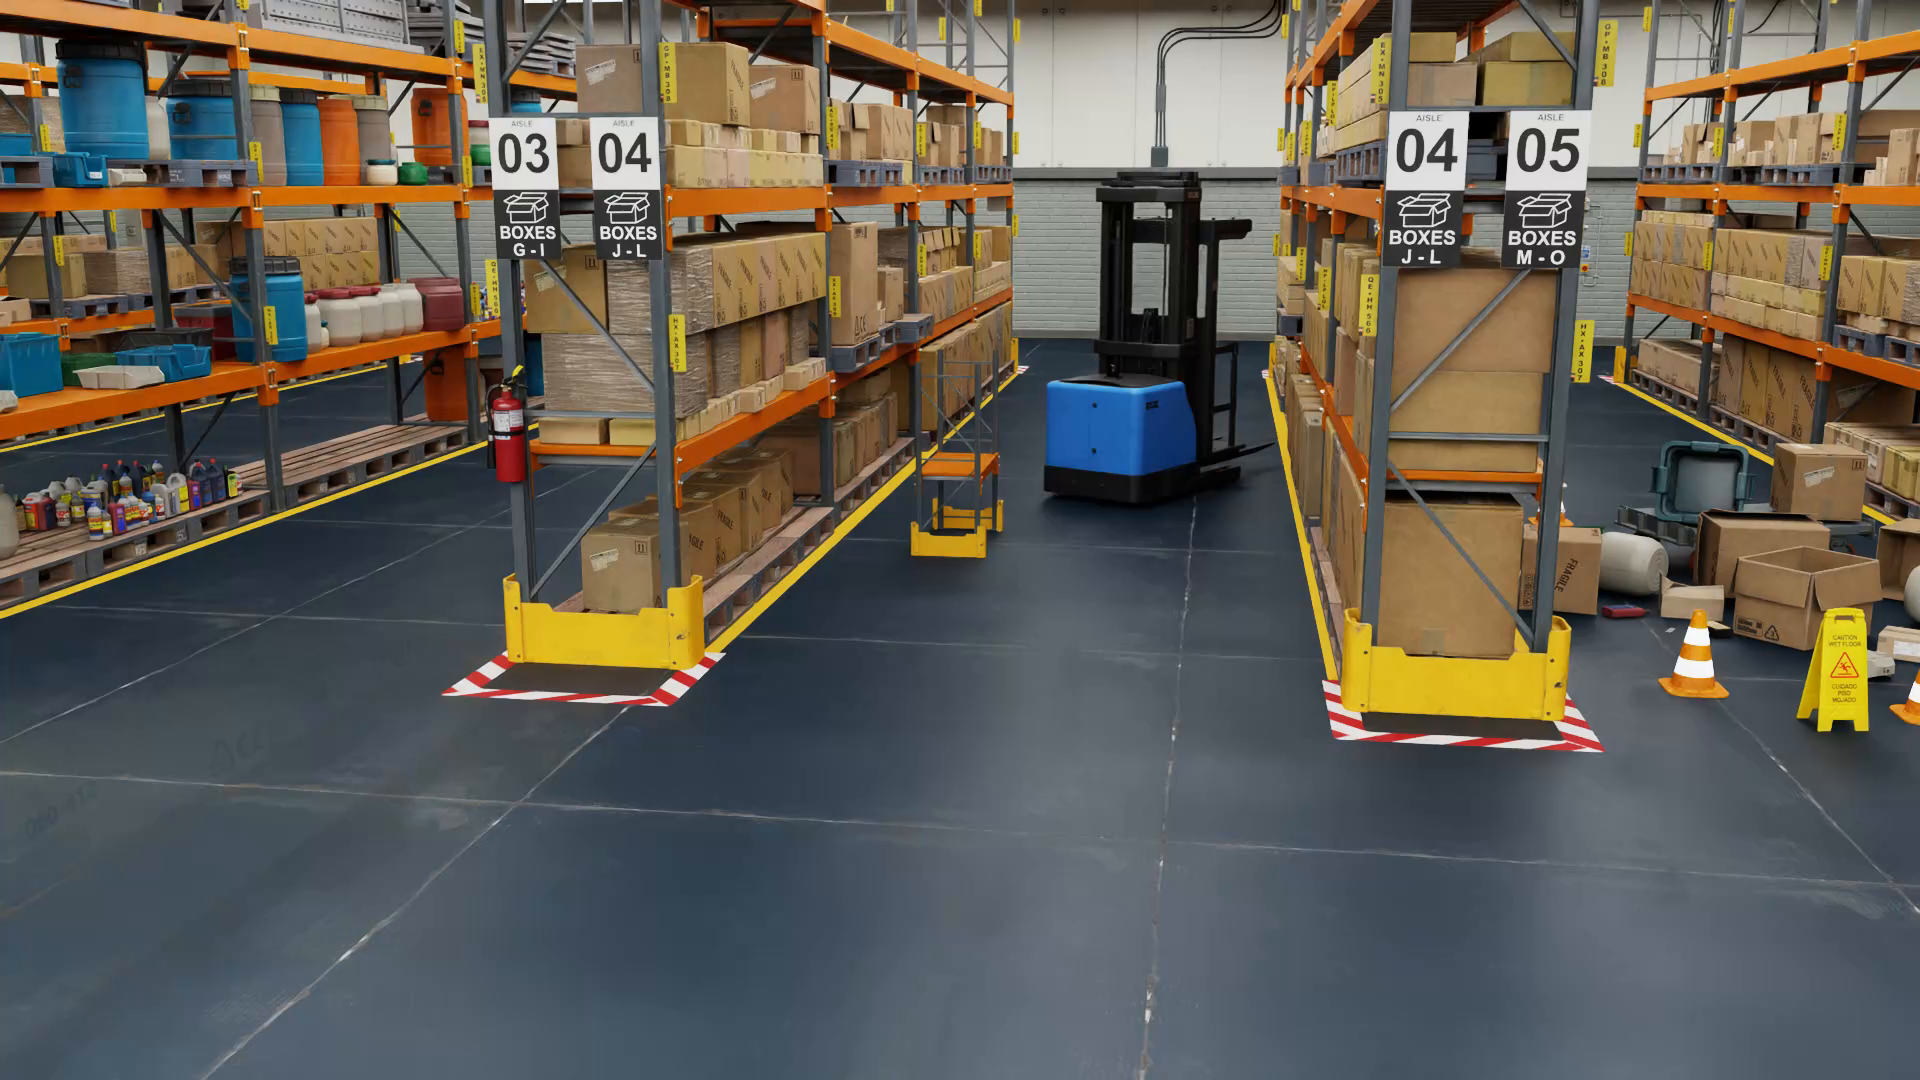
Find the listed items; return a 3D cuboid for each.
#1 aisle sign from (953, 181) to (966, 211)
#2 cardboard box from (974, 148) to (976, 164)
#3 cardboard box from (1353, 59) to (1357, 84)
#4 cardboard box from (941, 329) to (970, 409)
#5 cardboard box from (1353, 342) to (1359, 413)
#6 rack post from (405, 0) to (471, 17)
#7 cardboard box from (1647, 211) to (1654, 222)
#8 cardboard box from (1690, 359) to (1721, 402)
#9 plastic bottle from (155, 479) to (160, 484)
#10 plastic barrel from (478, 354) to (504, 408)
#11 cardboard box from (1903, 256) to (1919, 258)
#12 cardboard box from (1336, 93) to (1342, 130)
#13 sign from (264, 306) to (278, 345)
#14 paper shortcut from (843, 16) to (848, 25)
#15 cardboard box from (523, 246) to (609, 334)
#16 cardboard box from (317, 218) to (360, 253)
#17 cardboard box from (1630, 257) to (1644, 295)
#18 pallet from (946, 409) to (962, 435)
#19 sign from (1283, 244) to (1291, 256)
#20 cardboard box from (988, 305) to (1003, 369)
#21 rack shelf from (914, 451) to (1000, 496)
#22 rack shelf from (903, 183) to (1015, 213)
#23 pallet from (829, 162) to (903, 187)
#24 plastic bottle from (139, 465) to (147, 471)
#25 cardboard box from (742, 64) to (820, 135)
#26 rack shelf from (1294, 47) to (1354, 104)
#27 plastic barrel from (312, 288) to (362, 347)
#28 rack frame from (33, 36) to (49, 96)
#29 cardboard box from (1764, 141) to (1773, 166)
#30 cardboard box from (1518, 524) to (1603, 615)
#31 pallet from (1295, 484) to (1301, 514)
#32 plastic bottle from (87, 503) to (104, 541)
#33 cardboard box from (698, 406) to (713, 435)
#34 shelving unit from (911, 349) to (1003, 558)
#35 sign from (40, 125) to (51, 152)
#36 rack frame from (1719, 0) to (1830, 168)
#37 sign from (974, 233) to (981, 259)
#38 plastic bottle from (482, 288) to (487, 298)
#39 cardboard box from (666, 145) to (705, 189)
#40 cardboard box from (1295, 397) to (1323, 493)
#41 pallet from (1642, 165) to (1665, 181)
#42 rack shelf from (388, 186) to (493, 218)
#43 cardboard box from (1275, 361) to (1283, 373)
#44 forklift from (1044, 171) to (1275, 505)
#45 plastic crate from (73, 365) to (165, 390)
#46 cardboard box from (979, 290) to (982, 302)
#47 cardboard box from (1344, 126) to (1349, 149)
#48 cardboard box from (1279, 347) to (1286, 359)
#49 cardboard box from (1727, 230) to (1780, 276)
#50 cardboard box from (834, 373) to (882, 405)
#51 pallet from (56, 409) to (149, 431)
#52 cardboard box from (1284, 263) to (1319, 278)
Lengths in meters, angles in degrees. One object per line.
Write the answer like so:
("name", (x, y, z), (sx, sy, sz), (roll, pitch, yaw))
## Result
("aisle sign", (0.007, -5.356, 25.055), (0.394, 0.787, 0.004), (2, 12, 9))
("cardboard box", (-0.174, -5.274, 22.253), (0.700, 0.500, 0.500), (3, 12, 12))
("cardboard box", (2.707, -2.987, 10.581), (0.380, 0.149, 0.250), (2, 12, 8))
("cardboard box", (-0.538, -2.074, 20.046), (1.225, 0.875, 0.875), (1, 12, 7))
("cardboard box", (3.043, -1.039, 10.840), (0.875, 0.550, 0.500), (2, 12, 9))
("rack post", (-5.809, -5.906, 18.312), (0.624, 0.289, 0.986), (2, 12, 9))
("cardboard box", (9.633, -4.422, 22.741), (0.380, 0.149, 0.250), (2, 12, 10))
("cardboard box", (9.672, -1.987, 20.677), (0.875, 0.438, 0.875), (2, 12, 8))
("plastic bottle", (-6.446, -0.357, 13.435), (0.061, 0.283, 0.133), (2, 12, 9))
("plastic barrel", (-5.600, -1.919, 20.007), (0.600, 0.588, 0.708), (2, 12, 9))
("cardboard box", (9.059, -2.370, 15.430), (0.500, 0.500, 0.500), (2, 12, 7))
("cardboard box", (2.981, -3.081, 11.963), (0.500, 0.250, 0.500), (2, 12, 9))
("sign", (-5.905, -1.838, 14.245), (0.100, 0.325, 0.005), (2, 12, 9))
("paper shortcut", (-1.254, -5.688, 18.195), (0.009, 0.170, 0.078), (12, -17, 6))
("cardboard box", (-2.328, -1.535, 10.181), (0.500, 0.500, 0.500), (2, 12, 9))
("cardboard box", (-9.444, -4.605, 25.130), (0.500, 0.500, 0.500), (2, 12, 10))
("cardboard box", (9.727, -3.698, 23.293), (0.500, 0.500, 0.500), (2, 12, 8))
("pallet", (-0.552, -1.447, 19.706), (1.003, 0.211, 1.213), (2, 12, 9))
("sign", (4.025, -3.485, 20.490), (0.100, 0.325, 0.005), (2, 12, 9))
("cardboard box", (0.133, -2.902, 23.885), (0.875, 0.875, 0.875), (2, 12, 9))
("rack shelf", (-0.013, -0.540, 13.291), (0.538, 0.185, 1.000), (2, 12, 9))
("rack shelf", (-0.015, -4.759, 23.042), (1.077, 0.370, 4.000), (2, 12, 9))
("pallet", (-1.196, -3.278, 14.909), (1.213, 0.211, 1.003), (2, 12, 9))
("plastic bottle", (-6.952, -0.486, 14.050), (0.152, 0.276, 0.135), (2, 12, 11))
("cardboard box", (-1.370, -3.365, 12.740), (0.500, 0.500, 0.500), (2, 12, 7))
("rack shelf", (4.255, -5.015, 18.061), (1.077, 0.370, 4.000), (2, 12, 9))
("plastic barrel", (-5.970, -2.134, 15.953), (0.433, 0.535, 0.433), (0, 12, 0))
("rack frame", (-14.391, -7.475, 26.816), (1.000, 3.000, 0.127), (2, 12, 9))
("cardboard box", (8.843, -4.144, 17.802), (0.396, 0.266, 0.258), (3, 13, 13))
("cardboard box", (4.108, 0.196, 11.389), (0.500, 0.500, 0.500), (4, 13, 18))
("pallet", (3.562, -0.435, 15.012), (1.003, 0.211, 1.213), (2, 12, 9))
("plastic bottle", (-6.475, -0.139, 12.450), (0.097, 0.271, 0.097), (0, 12, 0))
("cardboard box", (-1.778, -0.761, 10.503), (0.380, 0.149, 0.250), (2, 12, 9))
("shelving unit", (-0.012, -0.717, 13.262), (0.587, 1.500, 1.083), (2, 12, 9))
("sign", (-10.179, -4.455, 18.510), (0.100, 0.325, 0.005), (2, 12, 9))
("rack frame", (9.469, -5.839, 19.229), (1.000, 3.000, 0.127), (2, 12, 9))
("sign", (0.215, -3.739, 21.165), (0.100, 0.325, 0.005), (2, 12, 9))
("plastic bottle", (-5.775, -2.932, 20.283), (0.097, 0.271, 0.097), (0, 12, 0))
("cardboard box", (-1.839, -2.215, 9.886), (0.500, 0.250, 0.500), (2, 12, 10))
("cardboard box", (3.491, -0.819, 14.517), (1.050, 0.750, 0.750), (2, 12, 9))
("pallet", (9.981, -5.008, 22.699), (1.003, 0.211, 1.213), (2, 12, 9))
("rack shelf", (-5.524, -4.087, 19.923), (1.077, 0.370, 4.000), (2, 12, 9))
("cardboard box", (4.643, -2.433, 23.432), (0.380, 0.149, 0.250), (2, 12, 9))
("forklift", (2.055, -2.003, 15.829), (1.130, 2.935, 3.031), (9, 15, 36))
("plastic crate", (-6.446, -1.248, 12.789), (0.530, 0.136, 0.437), (2, 12, 9))
("cardboard box", (0.092, -3.210, 21.866), (0.380, 0.149, 0.250), (1, 12, 7))
("cardboard box", (2.786, -2.702, 11.152), (0.380, 0.149, 0.250), (2, 12, 8))
("cardboard box", (4.488, -2.505, 22.354), (0.380, 0.149, 0.250), (1, 12, 7))
("cardboard box", (9.067, -3.255, 18.867), (0.500, 0.500, 0.500), (2, 12, 8))
("cardboard box", (-1.083, -1.504, 16.459), (0.500, 0.250, 0.500), (3, 13, 15))
("pallet", (-10.573, -1.508, 19.989), (1.003, 0.211, 1.213), (2, 12, 9))
("cardboard box", (3.771, -2.973, 18.354), (0.380, 0.149, 0.250), (2, 12, 11))
